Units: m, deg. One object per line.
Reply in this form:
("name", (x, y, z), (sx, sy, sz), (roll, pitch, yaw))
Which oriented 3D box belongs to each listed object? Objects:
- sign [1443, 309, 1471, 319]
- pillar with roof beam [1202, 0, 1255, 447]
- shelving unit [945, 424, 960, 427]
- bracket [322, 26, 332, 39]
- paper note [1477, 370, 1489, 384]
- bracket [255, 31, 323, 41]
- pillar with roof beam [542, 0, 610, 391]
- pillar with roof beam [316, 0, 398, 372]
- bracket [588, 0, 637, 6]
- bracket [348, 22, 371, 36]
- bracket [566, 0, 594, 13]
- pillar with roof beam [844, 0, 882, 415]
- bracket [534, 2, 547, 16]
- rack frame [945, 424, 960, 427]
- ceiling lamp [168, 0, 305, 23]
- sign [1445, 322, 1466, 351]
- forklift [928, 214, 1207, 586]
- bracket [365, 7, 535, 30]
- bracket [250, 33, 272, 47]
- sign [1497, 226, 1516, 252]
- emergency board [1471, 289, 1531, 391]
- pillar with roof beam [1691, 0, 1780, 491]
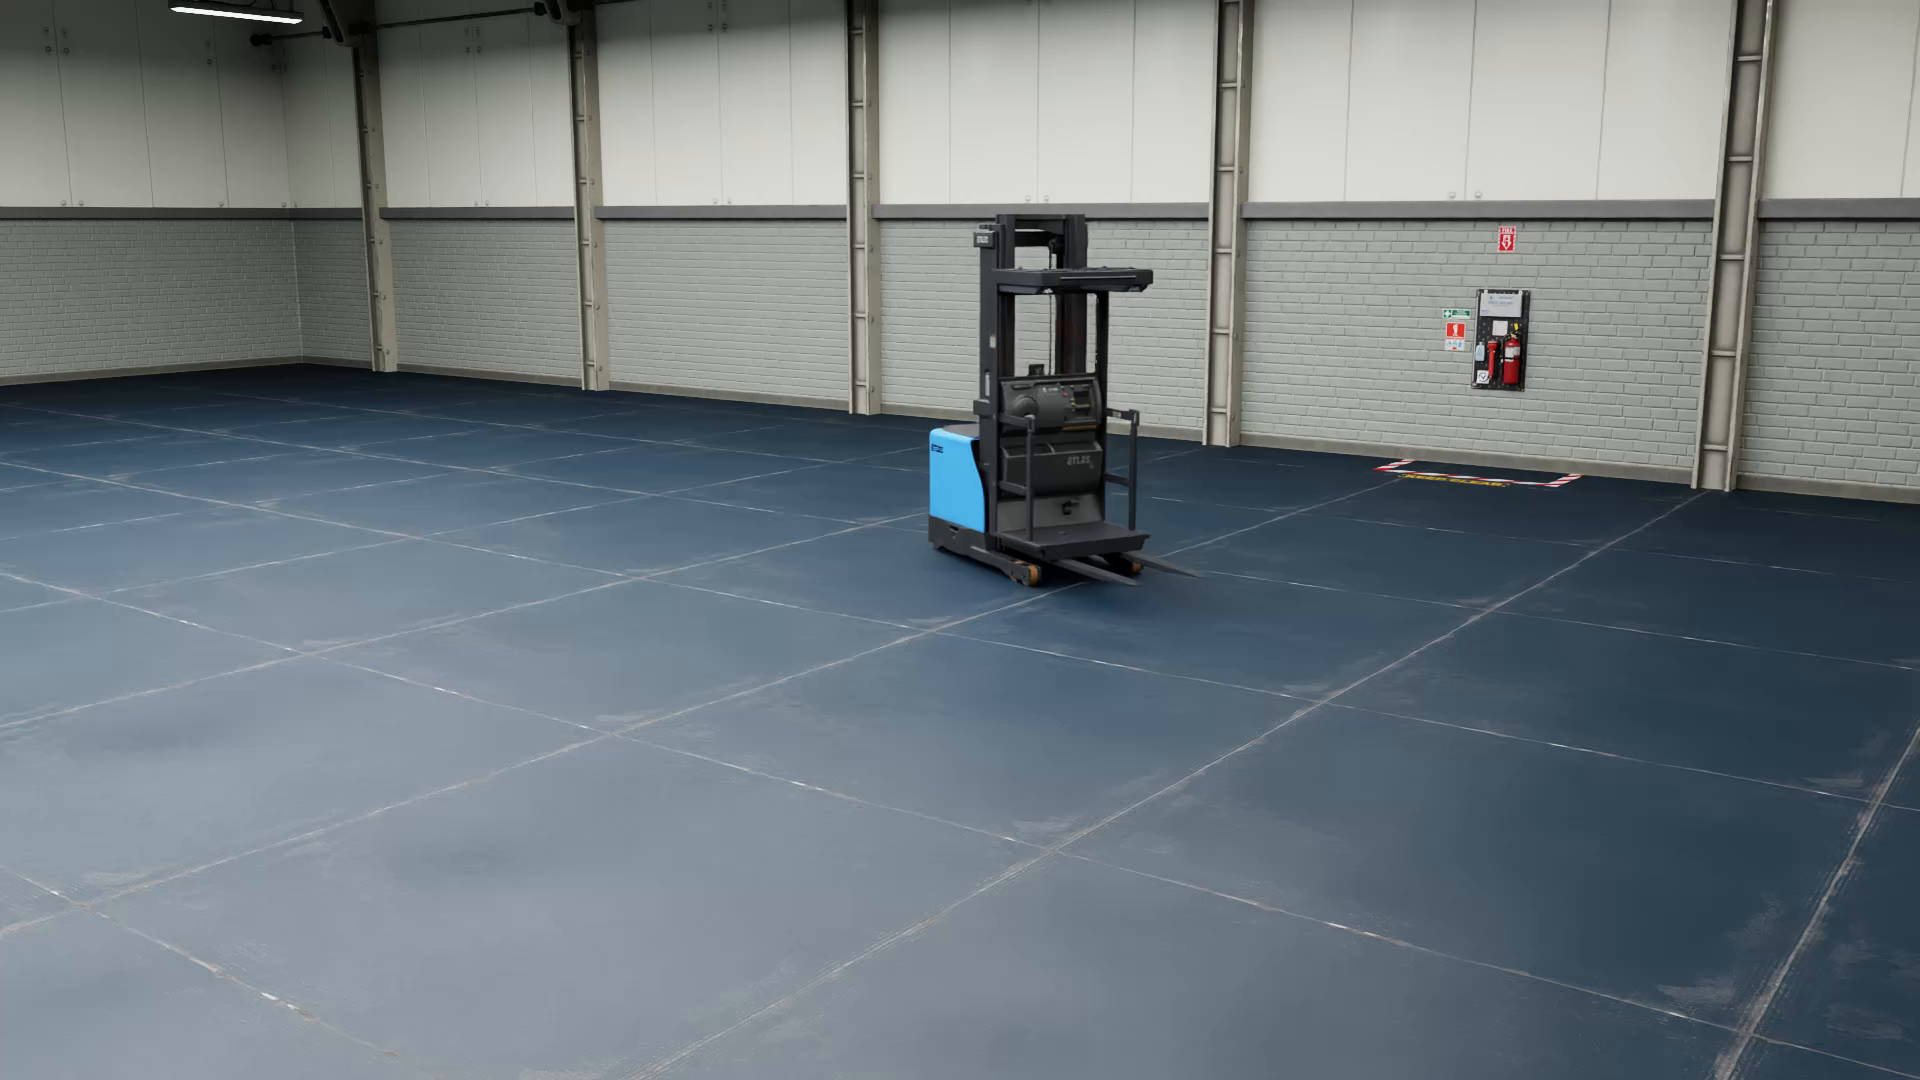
("sign", (5.887, -2.679, 19.712), (0.331, 0.109, 0.001), (8, 13, 36))
("pillar with roof beam", (0.858, -5.003, 17.417), (0.400, 9.000, 9.100), (8, 13, 36))
("shelving unit", (0.023, -0.521, 15.181), (0.252, 1.050, 0.215), (9, 14, 40))
("bracket", (-11.646, -9.445, 30.902), (0.430, 0.232, 0.235), (8, 13, 36))
("paper note", (6.171, -1.923, 19.614), (0.142, 0.148, 0.016), (8, 13, 36))
("bracket", (-13.080, -9.645, 31.936), (3.189, 0.066, 0.076), (8, 13, 36))
("pillar with roof beam", (-8.814, -6.352, 24.391), (0.548, 9.000, 9.100), (8, 13, 36))
("pillar with roof beam", (-13.650, -7.026, 27.877), (0.548, 9.000, 9.100), (8, 13, 36))
("bracket", (-4.065, -8.387, 25.436), (4.783, 0.066, 0.076), (8, 13, 36))
("bracket", (-10.977, -9.352, 30.420), (0.430, 0.232, 0.235), (8, 13, 36))
("bracket", (-6.141, -8.677, 26.933), (0.430, 0.232, 0.235), (8, 13, 36))
("pillar with roof beam", (-3.978, -5.677, 20.904), (0.400, 9.000, 9.100), (8, 13, 36))
("bracket", (-6.810, -8.770, 27.416), (0.430, 0.232, 0.235), (8, 13, 36))
("rack frame", (-0.070, -0.537, 15.260), (0.008, 1.050, 0.200), (9, 14, 40))
("ceiling lamp", (-10.923, -9.357, 24.559), (0.800, 3.185, 2.000), (8, 13, 36))
("sign", (5.889, -2.421, 19.772), (0.234, 0.329, 0.001), (8, 13, 36))
("forklift", (0.864, -1.169, 13.574), (1.130, 2.935, 3.031), (-6, 12, -28))
("bracket", (-8.901, -9.062, 28.923), (4.783, 0.066, 0.076), (8, 13, 36))
("bracket", (-13.557, -9.711, 32.280), (0.430, 0.232, 0.235), (8, 13, 36))
("sign", (6.326, -3.480, 19.236), (0.199, 0.298, 0.001), (8, 13, 36))
("emergency board", (6.273, -2.325, 19.373), (0.643, 1.169, 0.194), (8, 13, 36))
("pillar with roof beam", (5.694, -4.328, 13.930), (0.400, 9.000, 9.100), (8, 13, 36))
